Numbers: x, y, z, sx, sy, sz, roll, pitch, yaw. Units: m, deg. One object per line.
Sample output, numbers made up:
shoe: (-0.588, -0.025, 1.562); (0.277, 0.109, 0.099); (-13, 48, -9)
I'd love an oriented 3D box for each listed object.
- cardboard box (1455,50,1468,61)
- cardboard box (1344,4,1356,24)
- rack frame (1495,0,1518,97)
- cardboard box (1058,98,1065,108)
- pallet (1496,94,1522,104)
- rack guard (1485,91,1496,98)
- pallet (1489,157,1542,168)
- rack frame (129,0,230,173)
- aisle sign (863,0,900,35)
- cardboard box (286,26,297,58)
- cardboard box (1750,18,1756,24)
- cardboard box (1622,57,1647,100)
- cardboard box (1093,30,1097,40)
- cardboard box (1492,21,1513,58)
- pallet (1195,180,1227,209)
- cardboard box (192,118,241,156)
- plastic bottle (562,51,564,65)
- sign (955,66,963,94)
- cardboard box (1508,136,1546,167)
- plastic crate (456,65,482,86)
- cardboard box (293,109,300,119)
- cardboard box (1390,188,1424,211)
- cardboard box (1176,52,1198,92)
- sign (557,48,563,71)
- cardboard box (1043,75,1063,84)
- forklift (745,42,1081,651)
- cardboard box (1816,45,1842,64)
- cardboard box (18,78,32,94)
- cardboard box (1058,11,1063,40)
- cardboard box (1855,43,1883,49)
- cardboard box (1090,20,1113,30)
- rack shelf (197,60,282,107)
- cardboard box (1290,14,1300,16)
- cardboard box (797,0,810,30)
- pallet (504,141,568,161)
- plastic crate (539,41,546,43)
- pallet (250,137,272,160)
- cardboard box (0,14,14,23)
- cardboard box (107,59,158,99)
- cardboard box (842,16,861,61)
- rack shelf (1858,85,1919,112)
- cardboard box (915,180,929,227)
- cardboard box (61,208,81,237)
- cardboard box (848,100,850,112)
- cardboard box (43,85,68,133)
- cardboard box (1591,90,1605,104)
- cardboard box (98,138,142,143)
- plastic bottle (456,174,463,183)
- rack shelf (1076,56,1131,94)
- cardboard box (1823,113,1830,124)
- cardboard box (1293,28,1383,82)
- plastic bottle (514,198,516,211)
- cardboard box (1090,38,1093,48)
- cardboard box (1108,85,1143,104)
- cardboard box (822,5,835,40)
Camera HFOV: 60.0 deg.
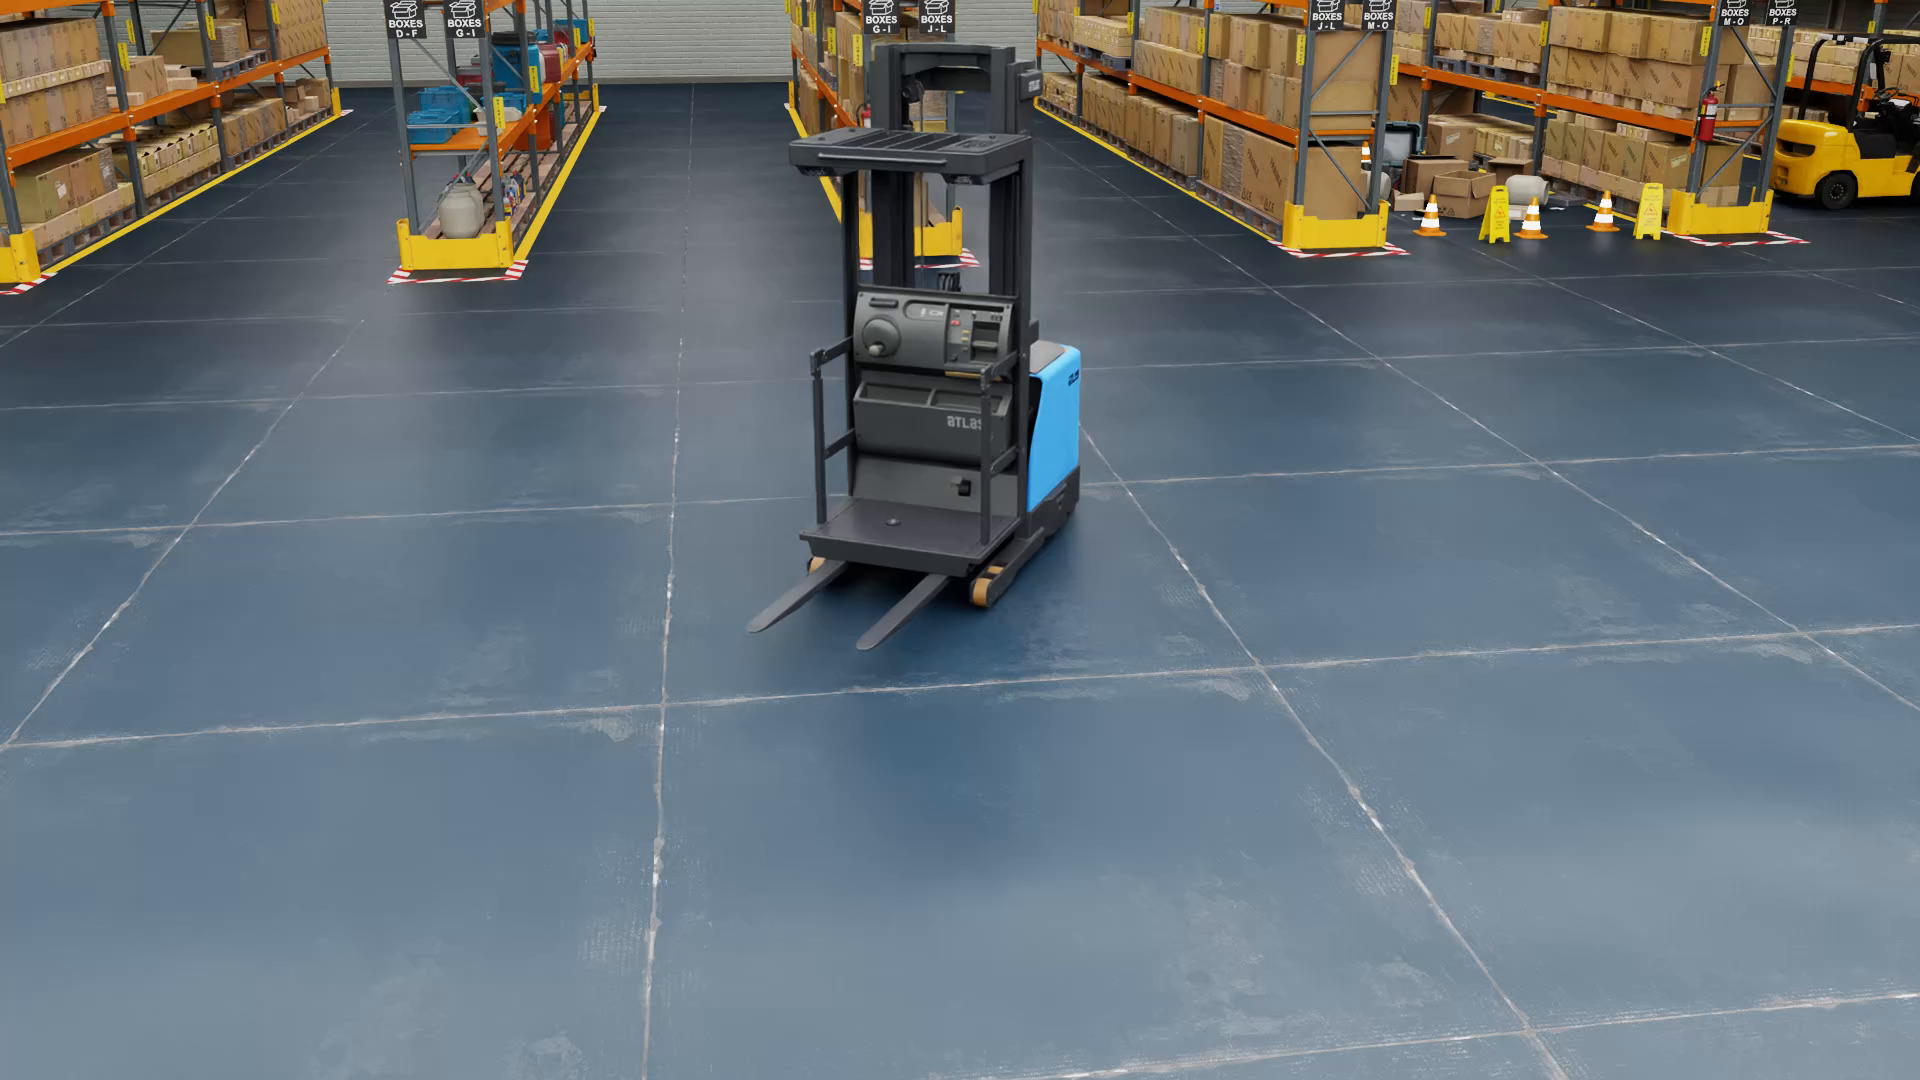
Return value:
cardboard box: (7.980, -7.582, 25.988); (0.380, 0.149, 0.250); (-3, 21, -7)
cardboard box: (7.299, -9.651, 30.197); (0.500, 0.500, 0.500); (-3, 21, -7)
rack frame: (11.854, -10.939, 35.218); (1.000, 3.000, 0.127); (-3, 21, -8)
cardboard box: (2.093, -8.356, 31.777); (0.380, 0.149, 0.250); (-3, 21, -8)
pallet: (11.981, -9.331, 34.897); (1.003, 0.211, 1.213); (-3, 21, -8)
rack guard: (11.865, -9.742, 35.585); (1.175, 0.500, 0.348); (-3, 21, -8)
pallet: (8.559, -5.496, 24.630); (1.003, 0.211, 1.213); (-3, 21, -8)
rack frame: (-11.514, -6.920, 24.456); (1.000, 3.000, 0.127); (-3, 21, -8)
aisle sign: (-0.845, -5.829, 17.821); (0.394, 0.787, 0.004); (-3, 21, -8)
cardboard box: (-11.971, -8.719, 29.130); (0.500, 0.500, 0.500); (-3, 21, -7)
cardboard box: (13.088, -8.599, 28.210); (0.500, 0.500, 0.500); (-2, 21, -5)
cardboard box: (8.762, -5.855, 21.038); (0.500, 0.500, 0.500); (-3, 21, -8)
cardboard box: (2.465, -8.536, 28.116); (0.380, 0.149, 0.250); (-3, 21, -9)
cardboard box: (8.238, -7.415, 24.613); (0.500, 0.500, 0.500); (-2, 21, -6)
pallet: (3.821, -4.675, 22.431); (1.003, 0.211, 1.213); (-3, 21, -8)
cardboard box: (-11.296, -6.127, 25.277); (0.500, 0.500, 0.500); (-2, 21, -5)
plastic bottle: (-6.667, -8.027, 27.599); (0.152, 0.276, 0.135); (-3, 21, -8)
sign: (-0.020, -5.081, 18.296); (0.100, 0.325, 0.005); (-3, 21, -8)
cardboard box: (8.595, -5.680, 24.293); (0.950, 0.372, 0.625); (-3, 21, -7)
plastic crate: (-6.408, -5.966, 21.810); (0.402, 0.464, 0.583); (-3, 21, -8)
cardboard box: (-12.071, -7.639, 29.802); (0.380, 0.166, 0.250); (-3, 21, -8)
cardboard box: (5.859, -4.465, 21.792); (0.396, 0.266, 0.258); (1, 20, 2)
cardboard box: (3.376, -6.637, 23.557); (0.500, 0.500, 0.500); (-3, 21, -8)
sign: (-6.068, -7.275, 25.174); (0.100, 0.325, 0.005); (-3, 21, -8)
cardboard box: (1.867, -9.161, 33.082); (0.380, 0.149, 0.250); (-3, 21, -8)
forklift: (-0.230, -1.161, 9.137); (1.130, 2.935, 3.031); (8, 22, 19)
cardboard box: (13.179, -7.283, 24.930); (0.500, 0.250, 0.500); (-3, 21, -9)
cardboard box: (-10.313, -4.912, 18.012); (0.380, 0.149, 0.250); (-3, 21, -9)
cardboard box: (2.142, -9.710, 31.358); (0.500, 0.500, 0.500); (-3, 21, -8)
cardboard box: (13.315, -7.242, 24.250); (0.380, 0.149, 0.250); (-2, 21, -6)
cardboard box: (2.425, -8.769, 28.315); (0.380, 0.149, 0.250); (-2, 21, -6)
rack shelf: (-11.802, -7.275, 26.436); (1.077, 0.370, 4.000); (-3, 21, -8)
cardboard box: (6.884, -10.203, 33.104); (0.500, 0.500, 0.500); (-3, 21, -8)
cardboard box: (-2.686, -9.543, 30.196); (0.500, 0.500, 0.500); (-3, 21, -7)
pallet: (-6.766, -6.133, 26.335); (1.003, 0.211, 1.213); (-3, 21, -8)
plastic crate: (-7.737, -9.045, 30.439); (0.293, 0.136, 0.466); (-3, 21, -8)
pallet: (-11.756, -6.295, 26.770); (1.003, 0.211, 1.213); (-3, 21, -8)
cardboard box: (-17.268, -8.887, 29.295); (0.980, 0.700, 0.700); (-4, 21, -10)
cardboard box: (-11.180, -6.204, 22.397); (0.500, 0.500, 0.500); (-3, 21, -8)
cardboard box: (-1.175, -6.173, 20.459); (0.500, 0.500, 0.500); (-3, 21, -8)
rack shelf: (13.872, -5.755, 22.366); (1.077, 0.370, 4.000); (-3, 21, -8)
cardboard box: (-0.631, -3.891, 19.319); (0.500, 0.500, 0.500); (1, 20, 2)
cardboard box: (-10.365, -3.601, 18.901); (0.500, 0.250, 0.500); (-3, 21, -8)
cardboard box: (-1.196, -5.394, 20.731); (0.380, 0.149, 0.250); (-3, 21, -8)
cardboard box: (-10.641, -4.895, 18.892); (0.700, 0.500, 0.500); (-2, 21, -6)
cardboard box: (8.576, -5.847, 21.942); (0.380, 0.149, 0.250); (-3, 21, -7)
cardboard box: (-11.499, -5.359, 22.805); (0.500, 0.311, 0.500); (-3, 21, -8)
plastic bottle: (-6.329, -4.448, 20.996); (0.144, 0.351, 0.185); (-2, 21, -6)
rack shelf: (2.924, -7.989, 28.346); (1.077, 0.370, 4.000); (-3, 21, -8)
cardboard box: (13.498, -6.049, 24.918); (0.875, 0.625, 0.625); (-2, 21, -5)
cardboard box: (4.350, -5.570, 19.084); (0.875, 0.550, 0.550); (-3, 21, -8)
plastic bottle: (-5.489, -4.125, 20.343); (0.097, 0.201, 0.097); (0, 20, 0)
cardboard box: (2.431, -8.486, 28.408); (0.380, 0.149, 0.250); (-3, 21, -9)
cardboard box: (2.771, -7.408, 27.664); (0.500, 0.250, 0.500); (-3, 21, -7)
cardboard box: (-1.800, -8.189, 26.277); (0.797, 0.503, 0.637); (-2, 21, -6)
